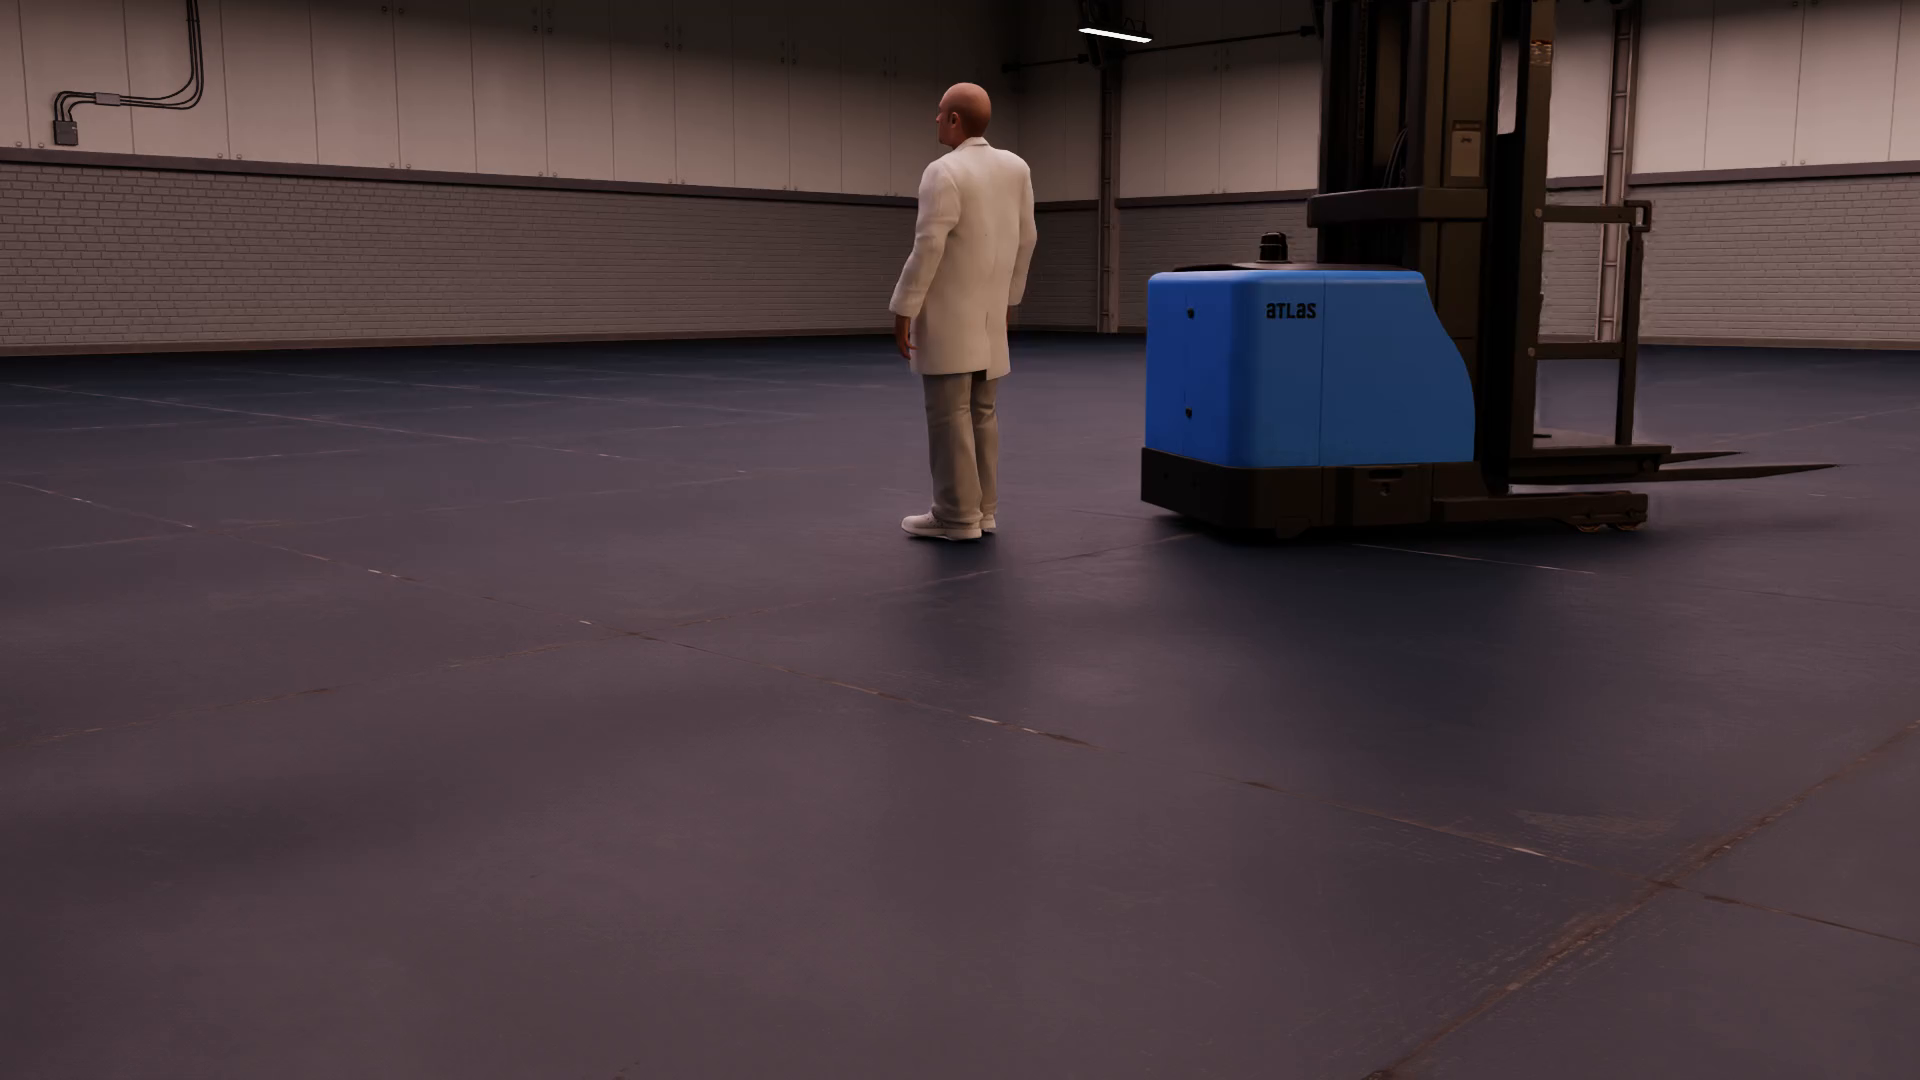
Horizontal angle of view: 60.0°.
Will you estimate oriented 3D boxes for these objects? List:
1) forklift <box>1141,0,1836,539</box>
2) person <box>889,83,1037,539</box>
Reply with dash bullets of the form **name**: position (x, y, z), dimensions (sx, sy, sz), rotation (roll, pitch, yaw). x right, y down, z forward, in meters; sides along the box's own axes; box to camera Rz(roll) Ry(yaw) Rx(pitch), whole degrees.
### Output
- **forklift**: position (2.381, -1.551, 7.176), dimensions (3.031, 2.935, 1.130), rotation (-2, 9, -15)
- **person**: position (-0.062, -0.896, 6.649), dimensions (0.581, 1.776, 0.694), rotation (8, 12, 43)
